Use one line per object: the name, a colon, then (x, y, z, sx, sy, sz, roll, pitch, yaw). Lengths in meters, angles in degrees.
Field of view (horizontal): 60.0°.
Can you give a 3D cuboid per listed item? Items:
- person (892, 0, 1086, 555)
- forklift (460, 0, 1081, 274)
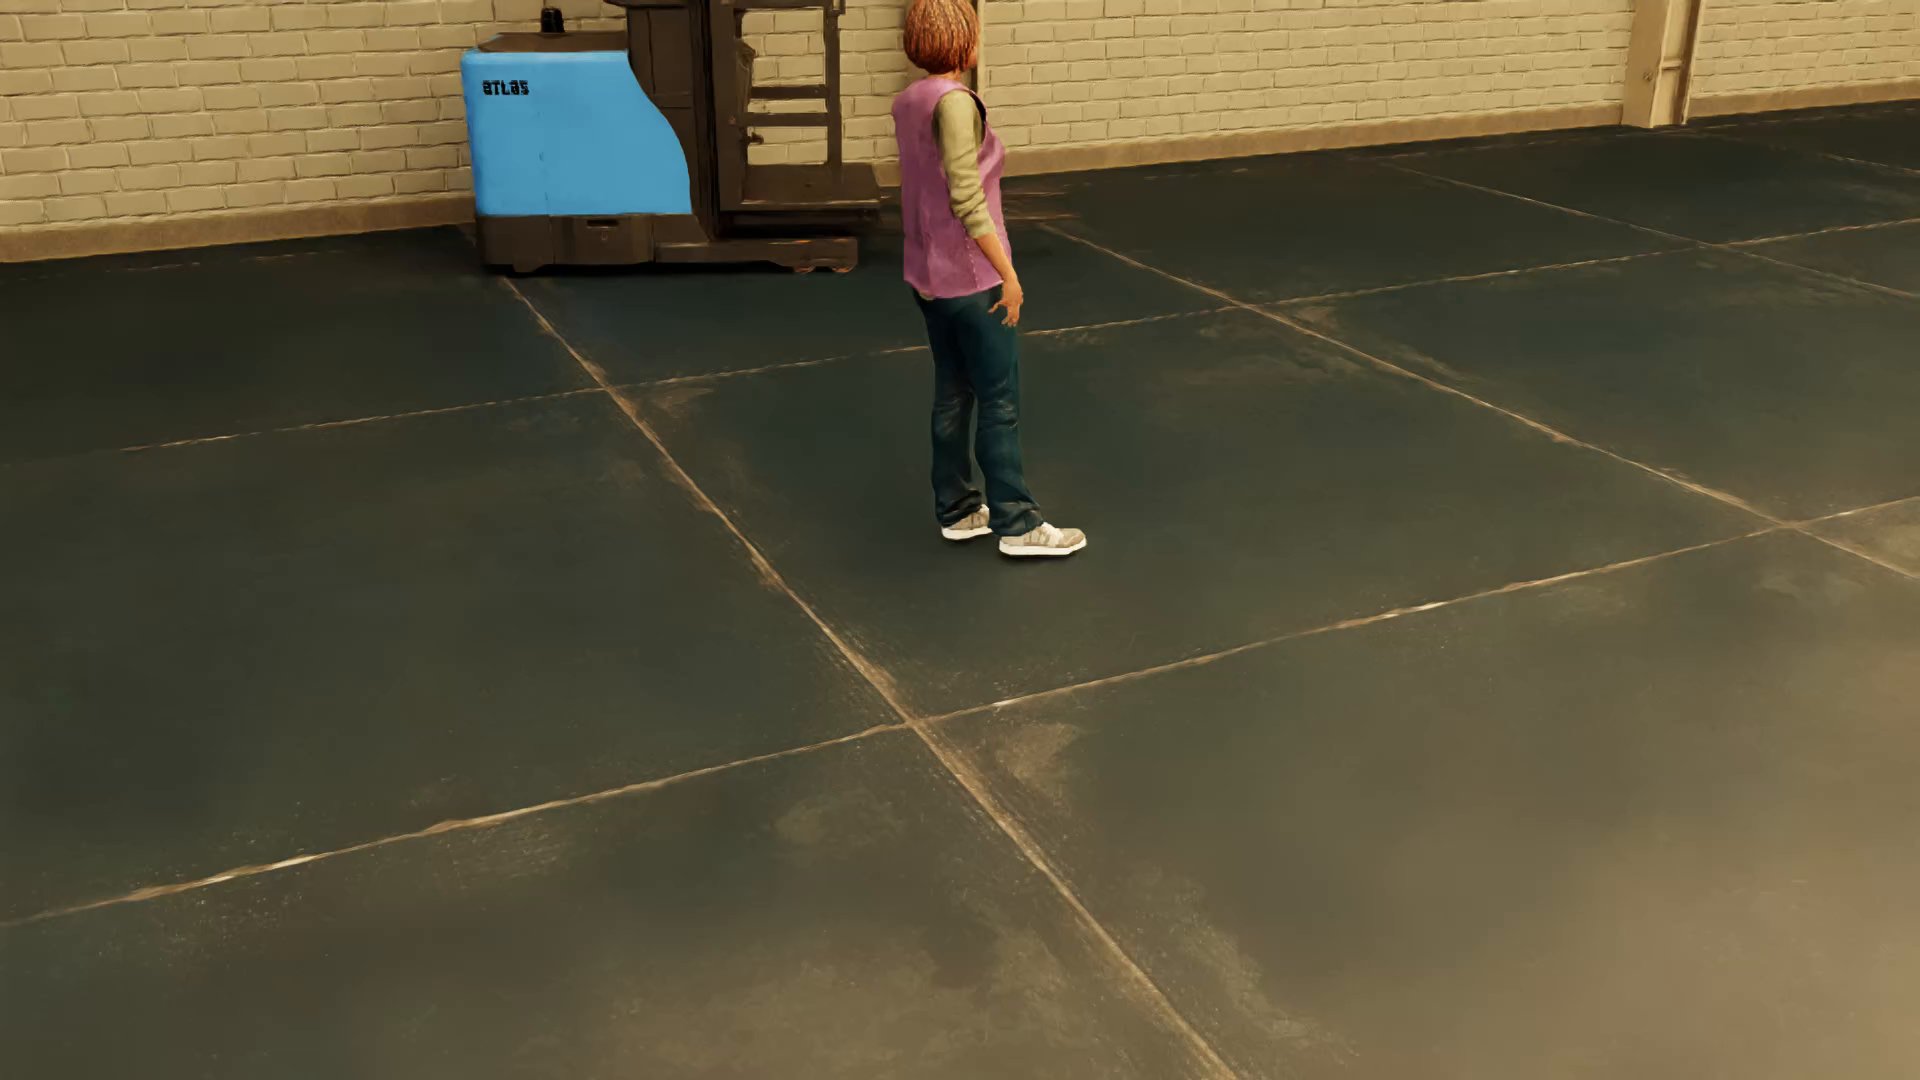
person: (0.073, -0.751, 4.815, 0.474, 1.597, 0.520, -10, 25, -23)
forklift: (-0.915, -2.887, 8.235, 3.031, 2.935, 1.130, -2, 23, -5)
